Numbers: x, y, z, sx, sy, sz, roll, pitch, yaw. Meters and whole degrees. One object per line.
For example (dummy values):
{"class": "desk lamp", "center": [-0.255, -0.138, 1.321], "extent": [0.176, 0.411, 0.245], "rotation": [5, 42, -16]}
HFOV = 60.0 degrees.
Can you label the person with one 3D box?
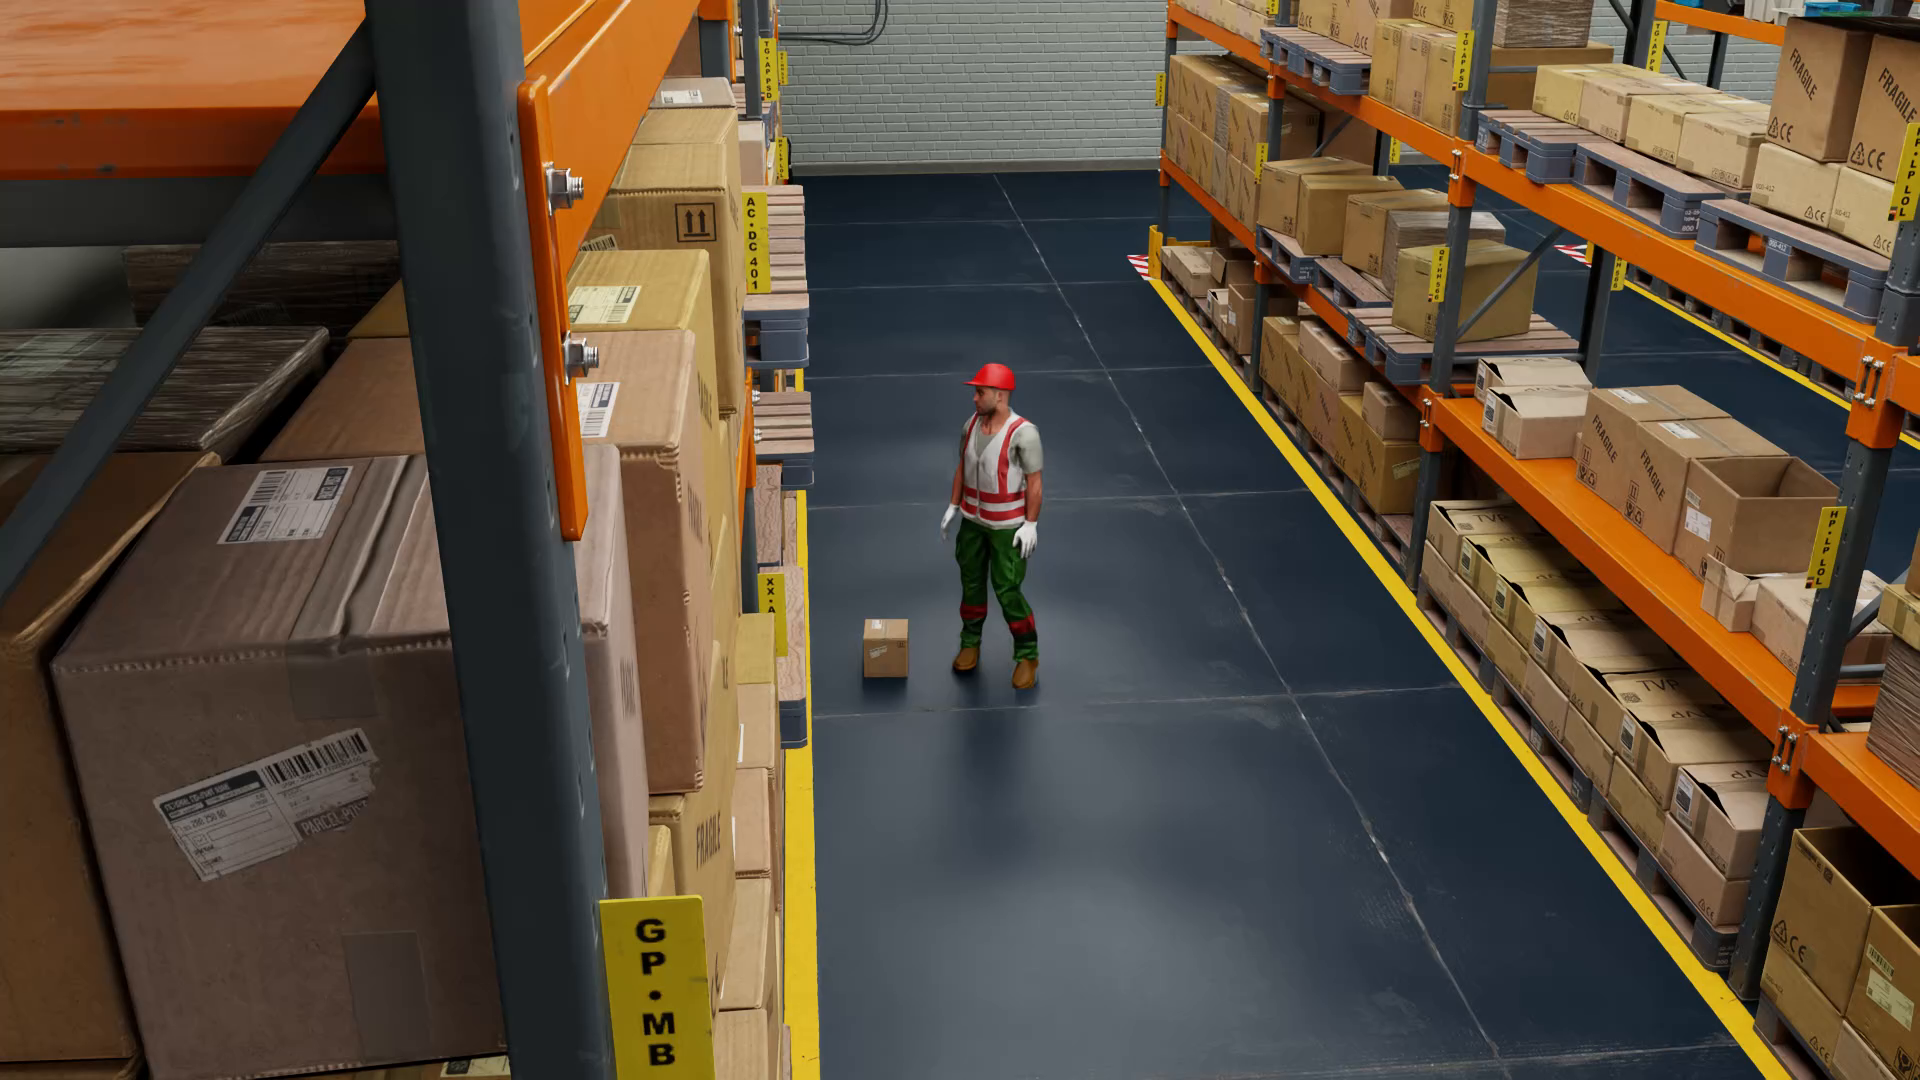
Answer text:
{"class": "person", "center": [0.178, -0.082, 9.260], "extent": [0.645, 1.805, 0.412], "rotation": [18, 30, 36]}
